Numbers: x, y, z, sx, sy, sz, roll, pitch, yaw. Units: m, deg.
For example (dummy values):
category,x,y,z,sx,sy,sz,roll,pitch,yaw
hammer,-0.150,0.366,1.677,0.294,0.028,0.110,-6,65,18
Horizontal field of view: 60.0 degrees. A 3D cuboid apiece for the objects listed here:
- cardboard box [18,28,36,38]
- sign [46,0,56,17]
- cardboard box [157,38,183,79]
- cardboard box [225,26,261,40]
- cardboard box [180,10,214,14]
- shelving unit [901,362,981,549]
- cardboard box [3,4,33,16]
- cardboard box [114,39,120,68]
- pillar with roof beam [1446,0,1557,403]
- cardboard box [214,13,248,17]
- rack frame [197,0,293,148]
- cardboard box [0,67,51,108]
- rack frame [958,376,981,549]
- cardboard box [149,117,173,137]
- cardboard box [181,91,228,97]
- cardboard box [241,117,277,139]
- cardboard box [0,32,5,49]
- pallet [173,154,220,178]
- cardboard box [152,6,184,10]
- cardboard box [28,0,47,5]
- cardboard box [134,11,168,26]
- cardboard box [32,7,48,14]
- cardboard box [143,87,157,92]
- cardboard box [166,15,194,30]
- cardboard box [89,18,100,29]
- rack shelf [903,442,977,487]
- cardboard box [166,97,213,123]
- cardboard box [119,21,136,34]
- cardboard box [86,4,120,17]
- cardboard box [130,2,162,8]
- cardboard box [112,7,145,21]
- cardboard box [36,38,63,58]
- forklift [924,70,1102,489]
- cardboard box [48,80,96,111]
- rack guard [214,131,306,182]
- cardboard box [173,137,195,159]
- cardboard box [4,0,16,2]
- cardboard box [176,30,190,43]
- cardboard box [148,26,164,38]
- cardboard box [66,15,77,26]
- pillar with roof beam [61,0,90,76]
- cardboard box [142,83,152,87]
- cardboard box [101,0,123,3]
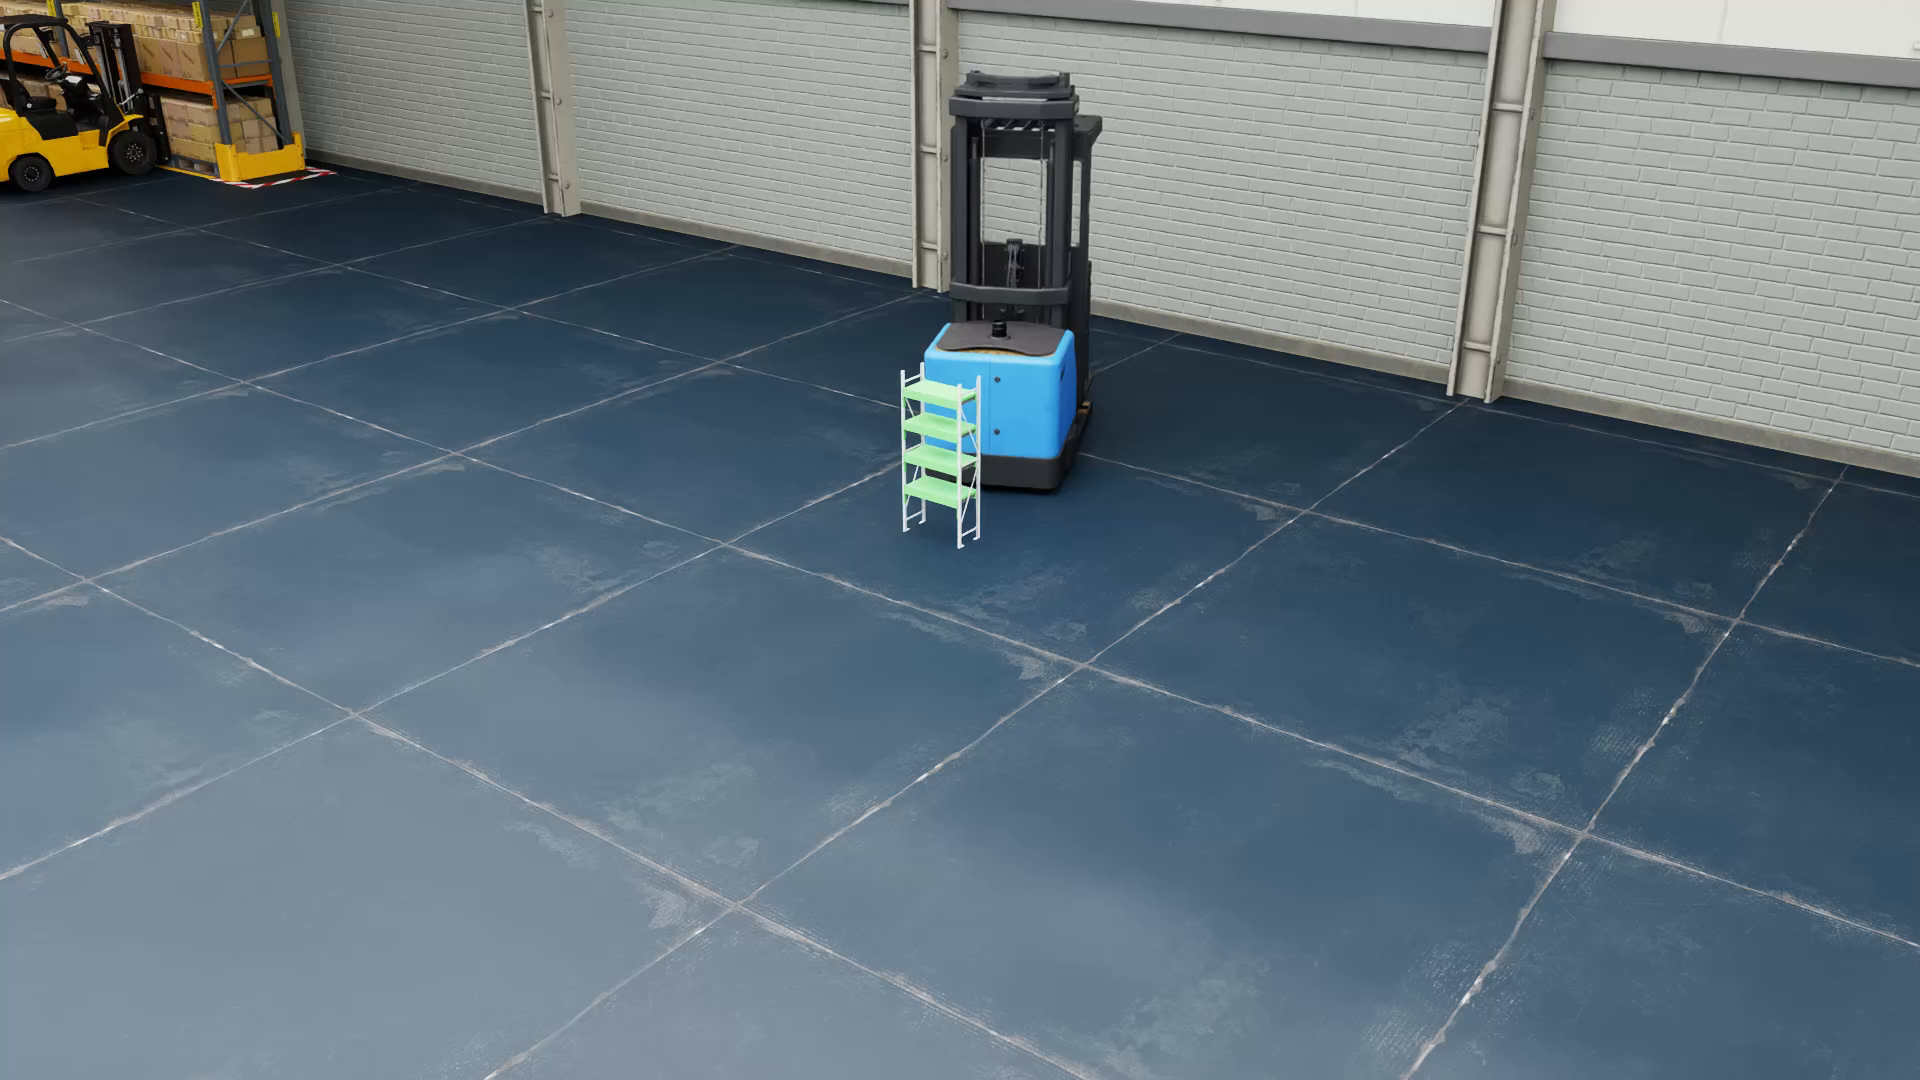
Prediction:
category,x,y,z,sx,sy,sz,roll,pitch,yaw
cardboard box,-14.014,-7.836,25.379,0.500,0.250,0.500,16,28,32
sign,-13.369,-7.833,24.471,0.005,0.325,0.100,17,29,33
cardboard box,-10.812,-6.758,23.245,0.500,0.500,0.500,18,29,35
cardboard box,-9.967,-7.058,23.121,0.250,0.149,0.380,16,28,32
cardboard box,-10.815,-7.432,23.601,0.250,0.149,0.380,18,29,35
shelving unit,-0.132,-0.589,11.599,0.503,1.200,0.258,17,29,33
cardboard box,-14.498,-8.170,25.644,0.250,0.149,0.380,17,29,34
cardboard box,-12.020,-7.129,24.085,0.500,0.500,0.500,16,29,33
pillar with roof beam,1.954,-4.013,9.696,0.400,9.000,9.100,17,29,33
cardboard box,-10.167,-7.263,23.217,0.250,0.149,0.380,18,29,35
rack frame,-9.851,-6.550,22.895,0.127,3.000,1.000,17,29,33
cardboard box,-15.234,-7.279,26.975,0.625,0.625,0.875,18,29,35
rack frame,0.063,-0.530,11.465,0.015,1.200,0.240,17,29,33
cardboard box,-11.248,-5.972,23.854,0.500,0.250,0.500,16,28,32
cardboard box,-10.918,-6.363,24.120,0.500,0.250,0.500,17,29,33
cardboard box,-10.102,-5.893,23.674,0.500,0.250,0.500,17,29,34
cardboard box,-14.814,-7.858,26.051,0.500,0.250,0.500,18,29,35
pallet,-10.488,-5.445,23.847,1.213,0.211,1.003,17,29,33
cardboard box,-11.425,-7.625,24.038,0.250,0.149,0.380,18,29,35
cardboard box,-14.396,-8.398,26.161,0.250,0.149,0.380,17,29,34
cardboard box,-11.345,-7.323,23.354,0.250,0.149,0.380,17,29,34
cardboard box,-13.840,-8.003,25.266,0.250,0.149,0.380,17,29,33
cardboard box,-12.044,-6.447,24.311,0.500,0.250,0.500,18,29,35
cardboard box,-10.705,-7.151,22.963,0.250,0.149,0.380,18,29,34
cardboard box,-12.368,-7.498,24.119,0.250,0.149,0.380,18,29,34
rack shelf,-0.132,-0.531,11.625,0.480,0.148,0.258,17,29,33
cardboard box,-10.818,-6.074,23.464,0.500,0.250,0.500,17,29,34
cardboard box,-11.729,-7.317,23.709,0.250,0.149,0.380,16,28,32
cardboard box,-12.502,-7.730,24.277,0.250,0.149,0.380,16,29,32
cardboard box,-11.981,-7.842,24.531,0.250,0.149,0.380,16,28,32
cardboard box,-11.896,-7.537,23.839,0.250,0.149,0.380,17,29,33
cardboard box,-13.612,-7.486,25.206,0.500,0.250,0.500,18,29,34
forklift,0.514,-2.289,13.310,1.130,2.935,3.031,5,24,10
cardboard box,-13.476,-6.745,25.763,0.625,0.625,0.875,18,30,36
rack guard,-9.831,-5.400,23.386,0.348,0.500,1.175,17,29,33
cardboard box,-10.808,-5.619,23.672,0.500,0.250,0.500,17,29,33
cardboard box,-15.023,-8.579,26.572,0.250,0.149,0.380,17,29,33
cardboard box,-10.518,-6.938,22.848,0.250,0.149,0.380,17,29,34
cardboard box,-11.123,-7.134,23.292,0.250,0.149,0.380,16,28,32
cardboard box,-12.954,-7.698,24.572,0.250,0.149,0.380,16,29,32
pillar with roof beam,-17.250,-9.816,22.869,0.400,9.000,9.100,17,29,33
cardboard box,-12.127,-6.734,24.963,0.500,0.250,0.500,16,29,33
cardboard box,-12.615,-8.016,24.926,0.250,0.149,0.380,17,29,33
